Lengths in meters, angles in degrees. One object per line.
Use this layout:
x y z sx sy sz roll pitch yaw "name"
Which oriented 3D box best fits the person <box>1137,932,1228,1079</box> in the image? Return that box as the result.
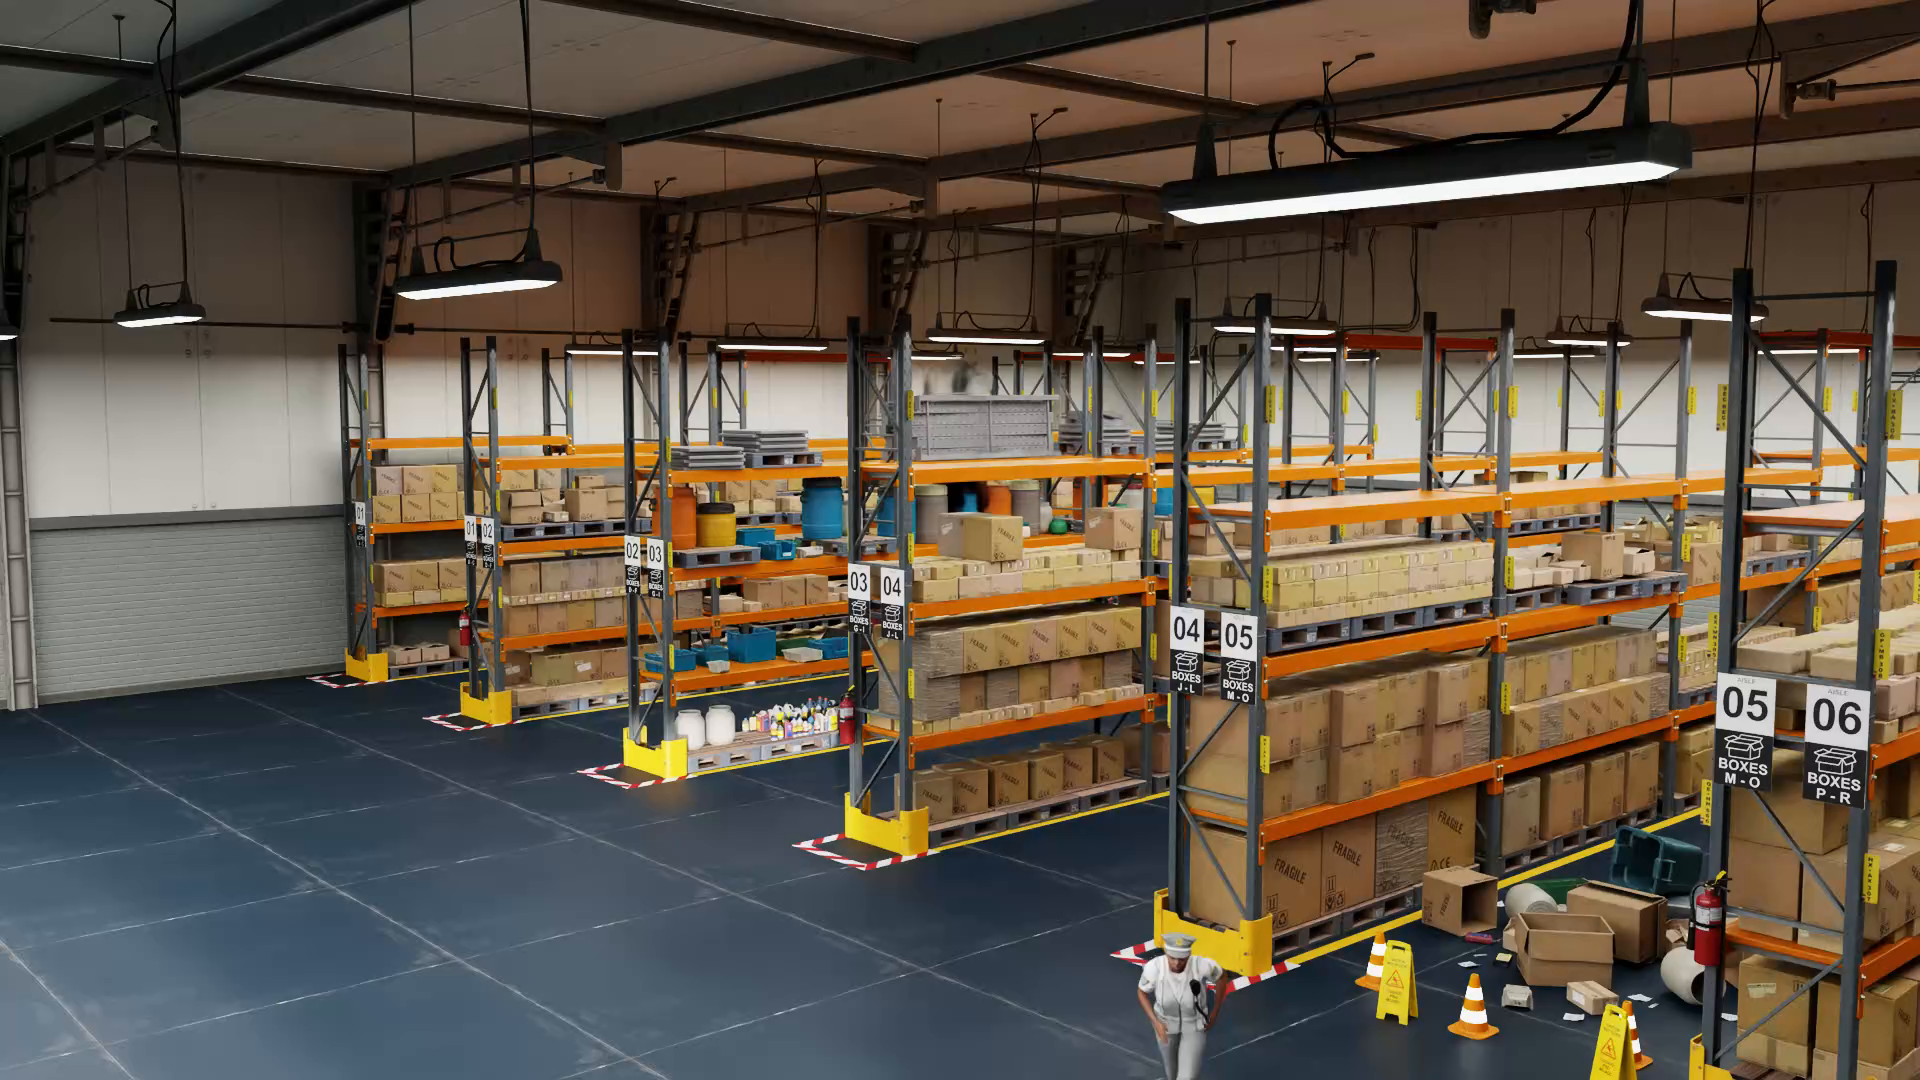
1.524 3.375 11.427 0.609 1.628 0.980 1 5 8 "person"
